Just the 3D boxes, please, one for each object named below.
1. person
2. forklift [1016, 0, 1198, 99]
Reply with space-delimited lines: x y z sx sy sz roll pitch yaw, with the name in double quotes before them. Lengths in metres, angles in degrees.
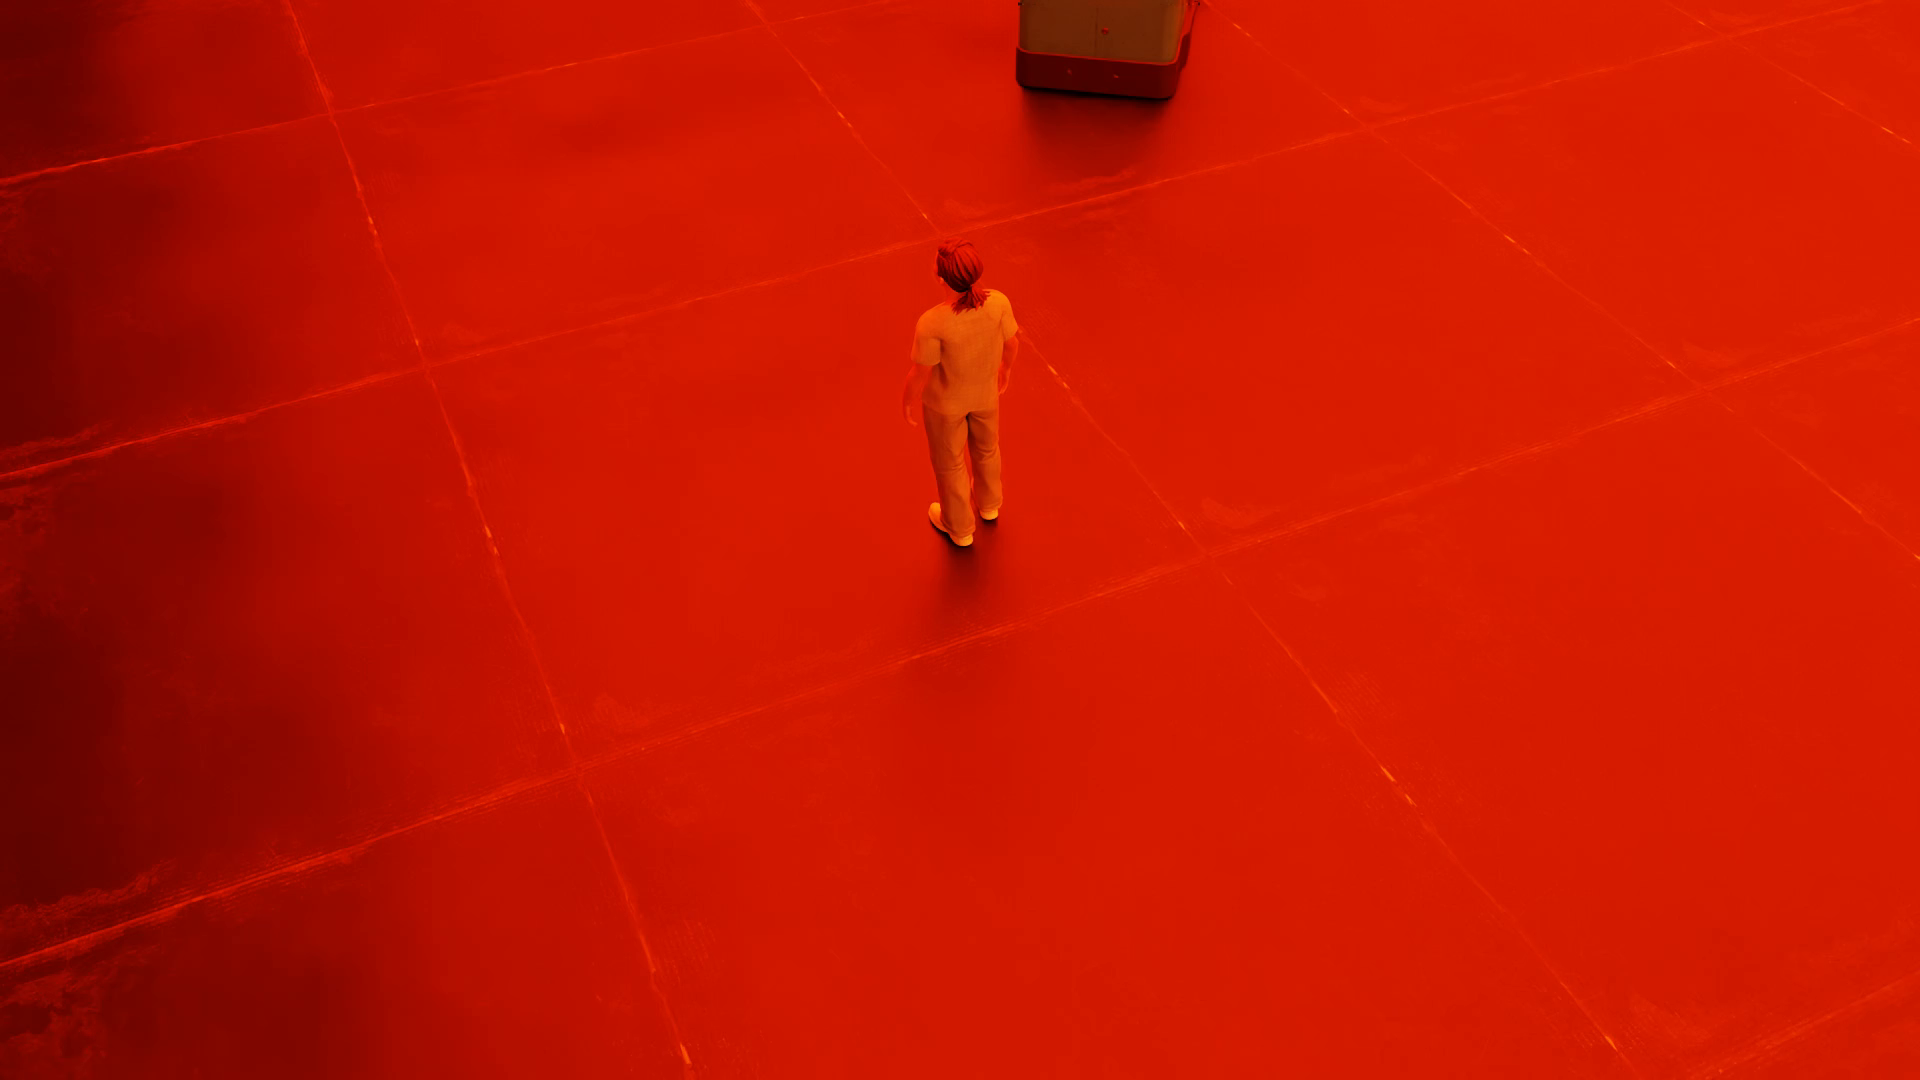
"person" -0.019 -0.668 7.305 0.549 1.673 0.548 -18 46 -18
"forklift" 1.157 -4.954 10.988 1.130 2.935 3.031 8 44 8
